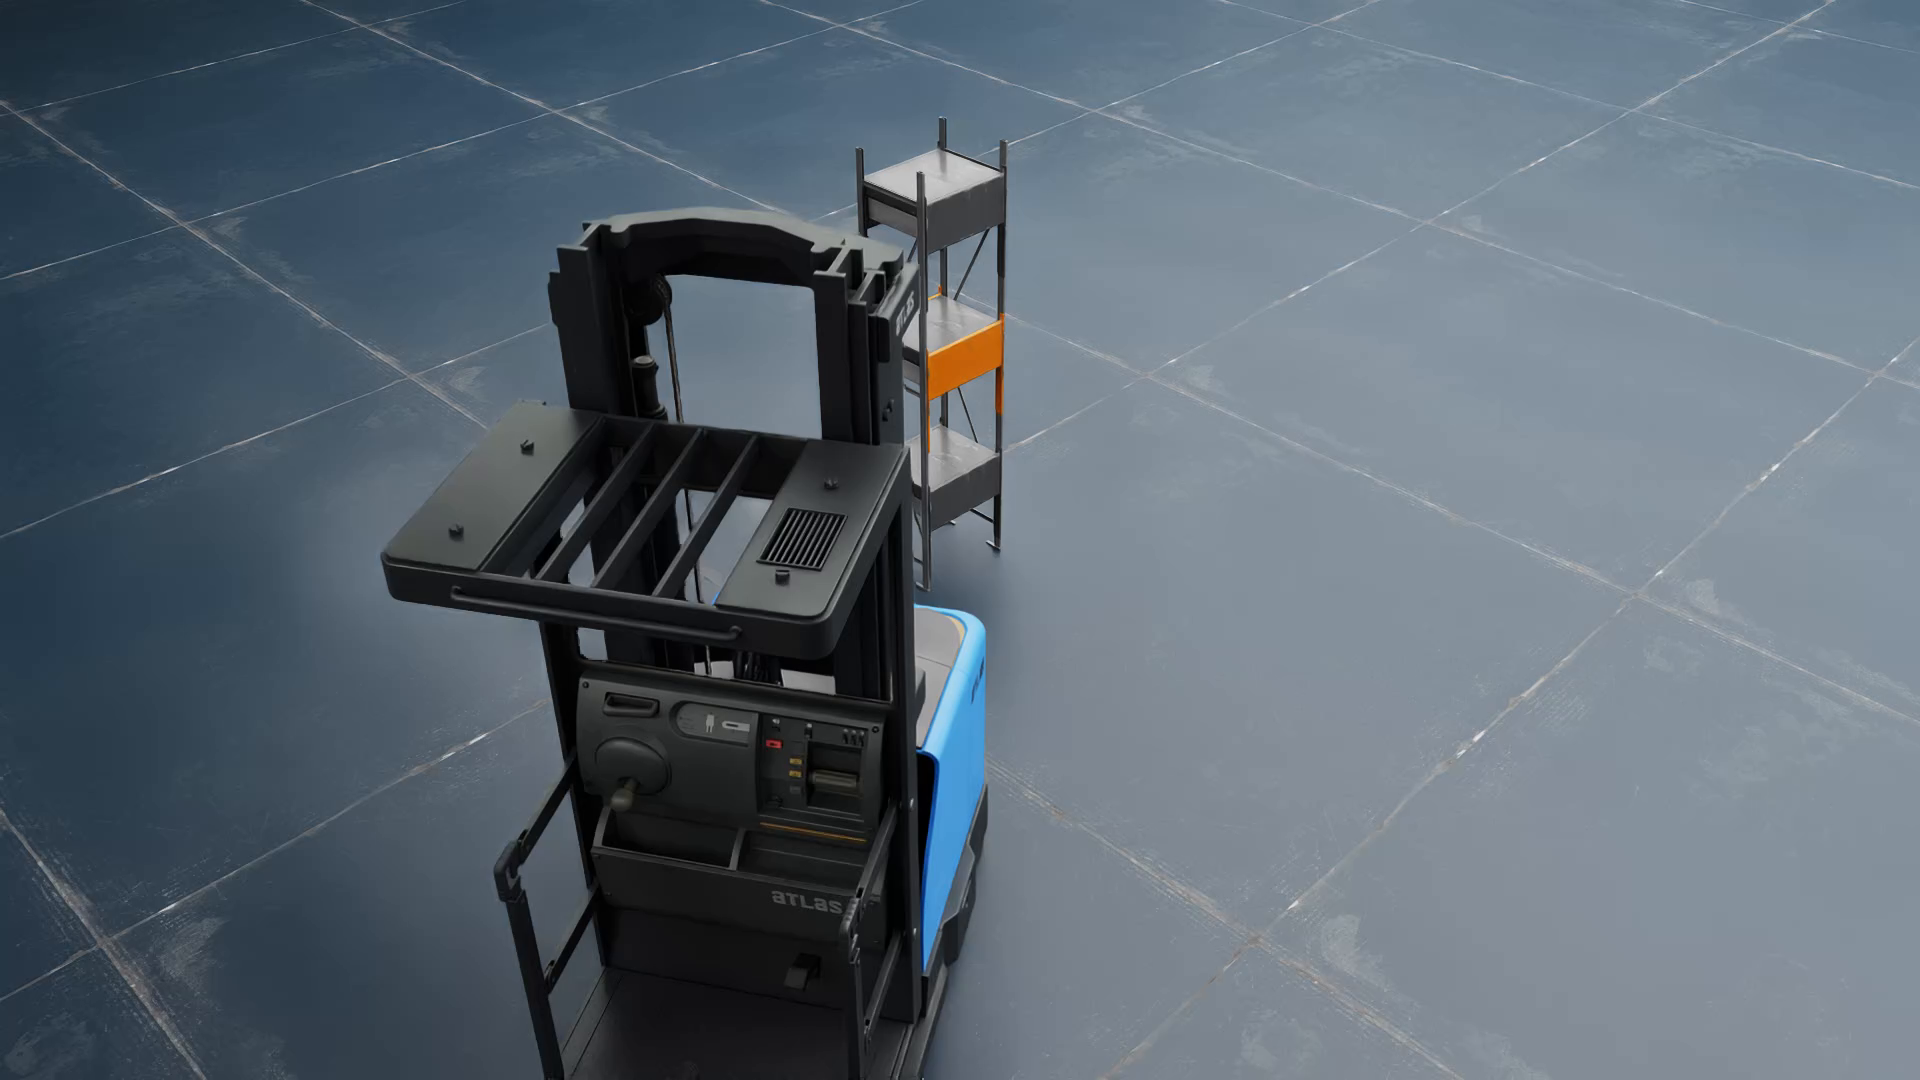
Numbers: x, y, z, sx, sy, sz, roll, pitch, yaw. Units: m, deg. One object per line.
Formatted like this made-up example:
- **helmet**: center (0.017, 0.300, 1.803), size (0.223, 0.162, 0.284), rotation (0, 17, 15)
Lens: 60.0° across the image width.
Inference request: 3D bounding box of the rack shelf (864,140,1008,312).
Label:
- **rack shelf**: center (-0.117, -1.357, 7.160), size (0.431, 0.518, 0.480), rotation (30, 45, 35)

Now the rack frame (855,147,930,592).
- **rack frame**: center (-0.289, -0.695, 7.411), size (0.400, 2.100, 0.015), rotation (30, 45, 35)

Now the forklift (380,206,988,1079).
- **forklift**: center (-0.721, 0.702, 4.682), size (1.130, 2.935, 3.031), rotation (7, 36, 11)

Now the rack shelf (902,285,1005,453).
- **rack shelf**: center (-0.117, -0.783, 7.561), size (0.431, 0.518, 0.480), rotation (30, 45, 35)

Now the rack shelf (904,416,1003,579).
- **rack shelf**: center (-0.117, -0.209, 7.961), size (0.431, 0.518, 0.480), rotation (30, 45, 35)

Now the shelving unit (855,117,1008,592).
- **shelving unit**: center (-0.117, -0.794, 7.553), size (0.431, 2.100, 0.503), rotation (30, 45, 35)

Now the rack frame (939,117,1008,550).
- **rack frame**: center (0.055, -0.893, 7.695), size (0.400, 2.100, 0.015), rotation (30, 45, 35)
